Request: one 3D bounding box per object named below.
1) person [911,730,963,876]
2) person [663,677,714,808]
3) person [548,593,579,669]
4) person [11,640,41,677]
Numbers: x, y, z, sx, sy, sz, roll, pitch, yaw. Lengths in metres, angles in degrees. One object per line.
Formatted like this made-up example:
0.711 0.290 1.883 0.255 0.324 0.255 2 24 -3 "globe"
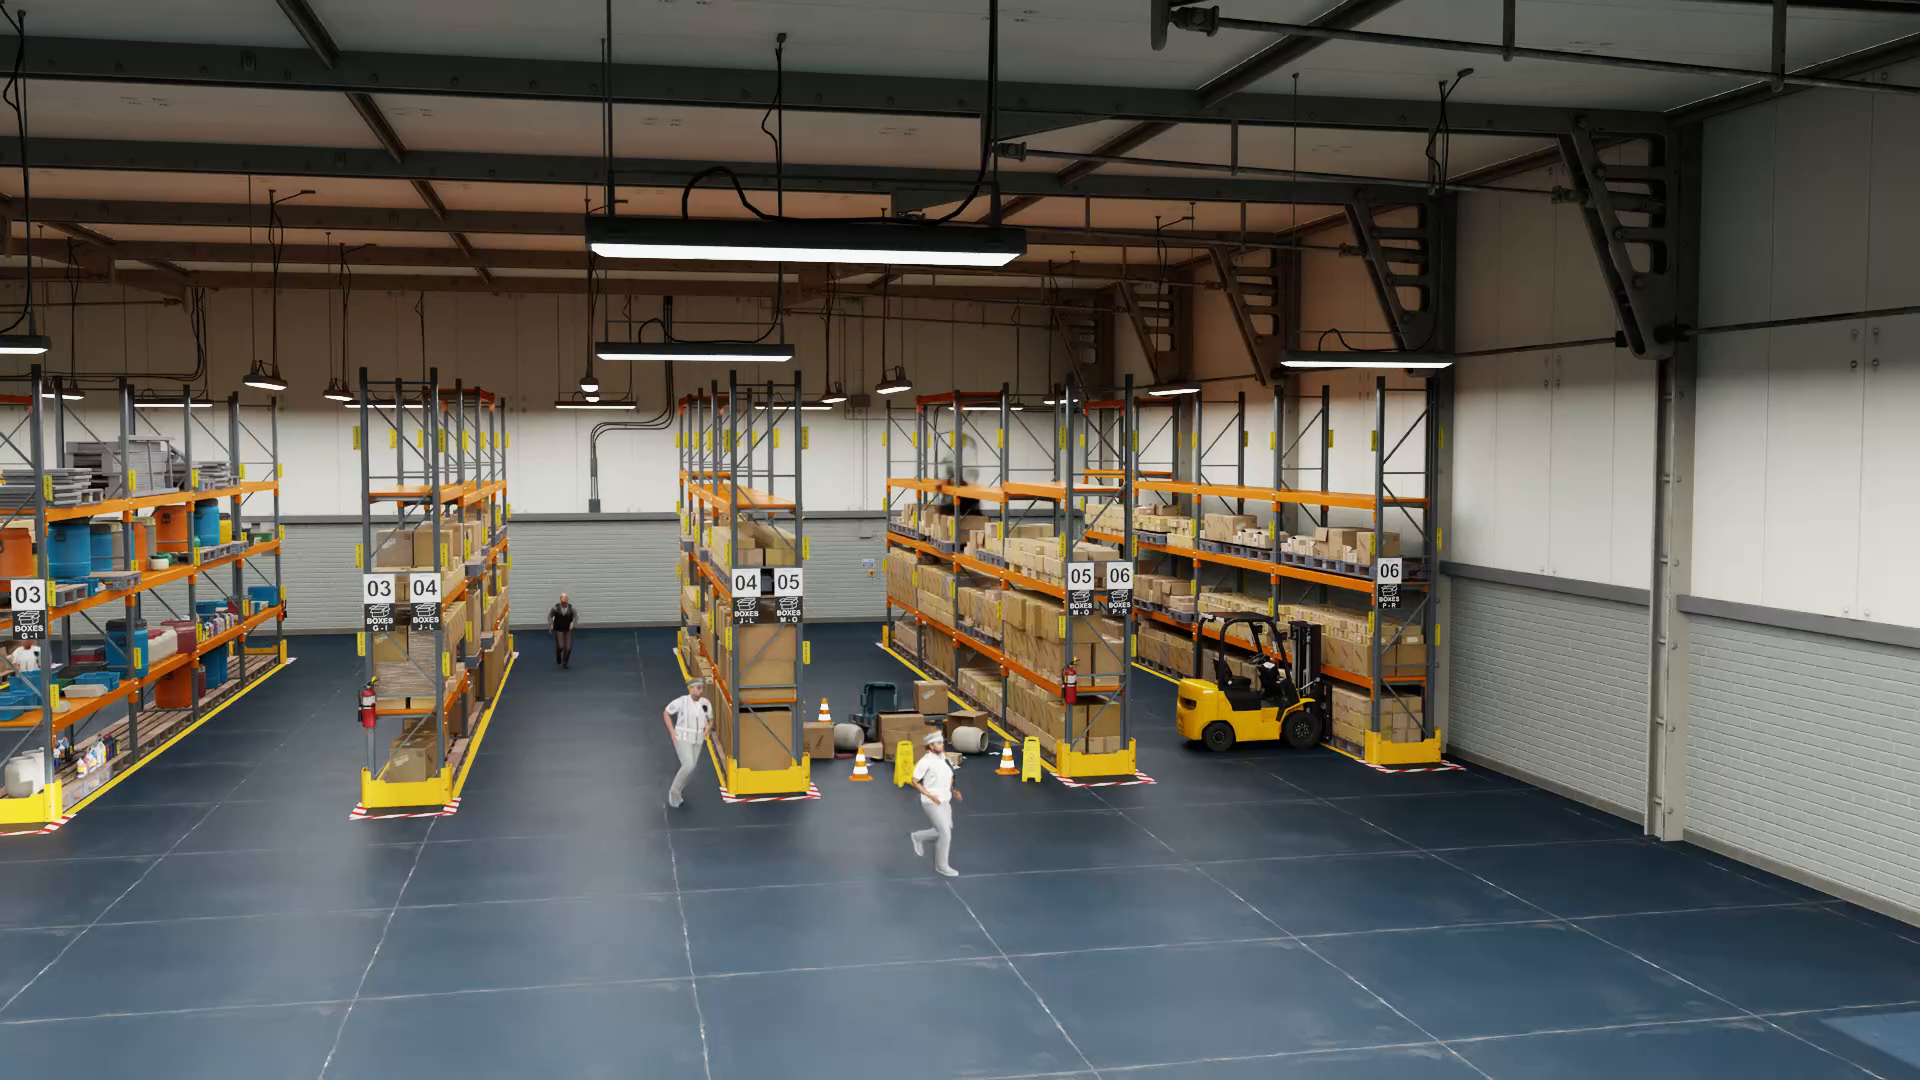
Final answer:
-0.314 3.037 19.305 0.664 1.672 0.577 2 4 33 "person"
-3.704 2.783 22.904 0.697 1.779 0.644 -3 5 -42 "person"
-8.688 1.999 36.459 0.648 1.676 0.613 -1 4 -20 "person"
-16.200 2.462 28.945 0.554 1.705 0.759 -1 4 -17 "person"
